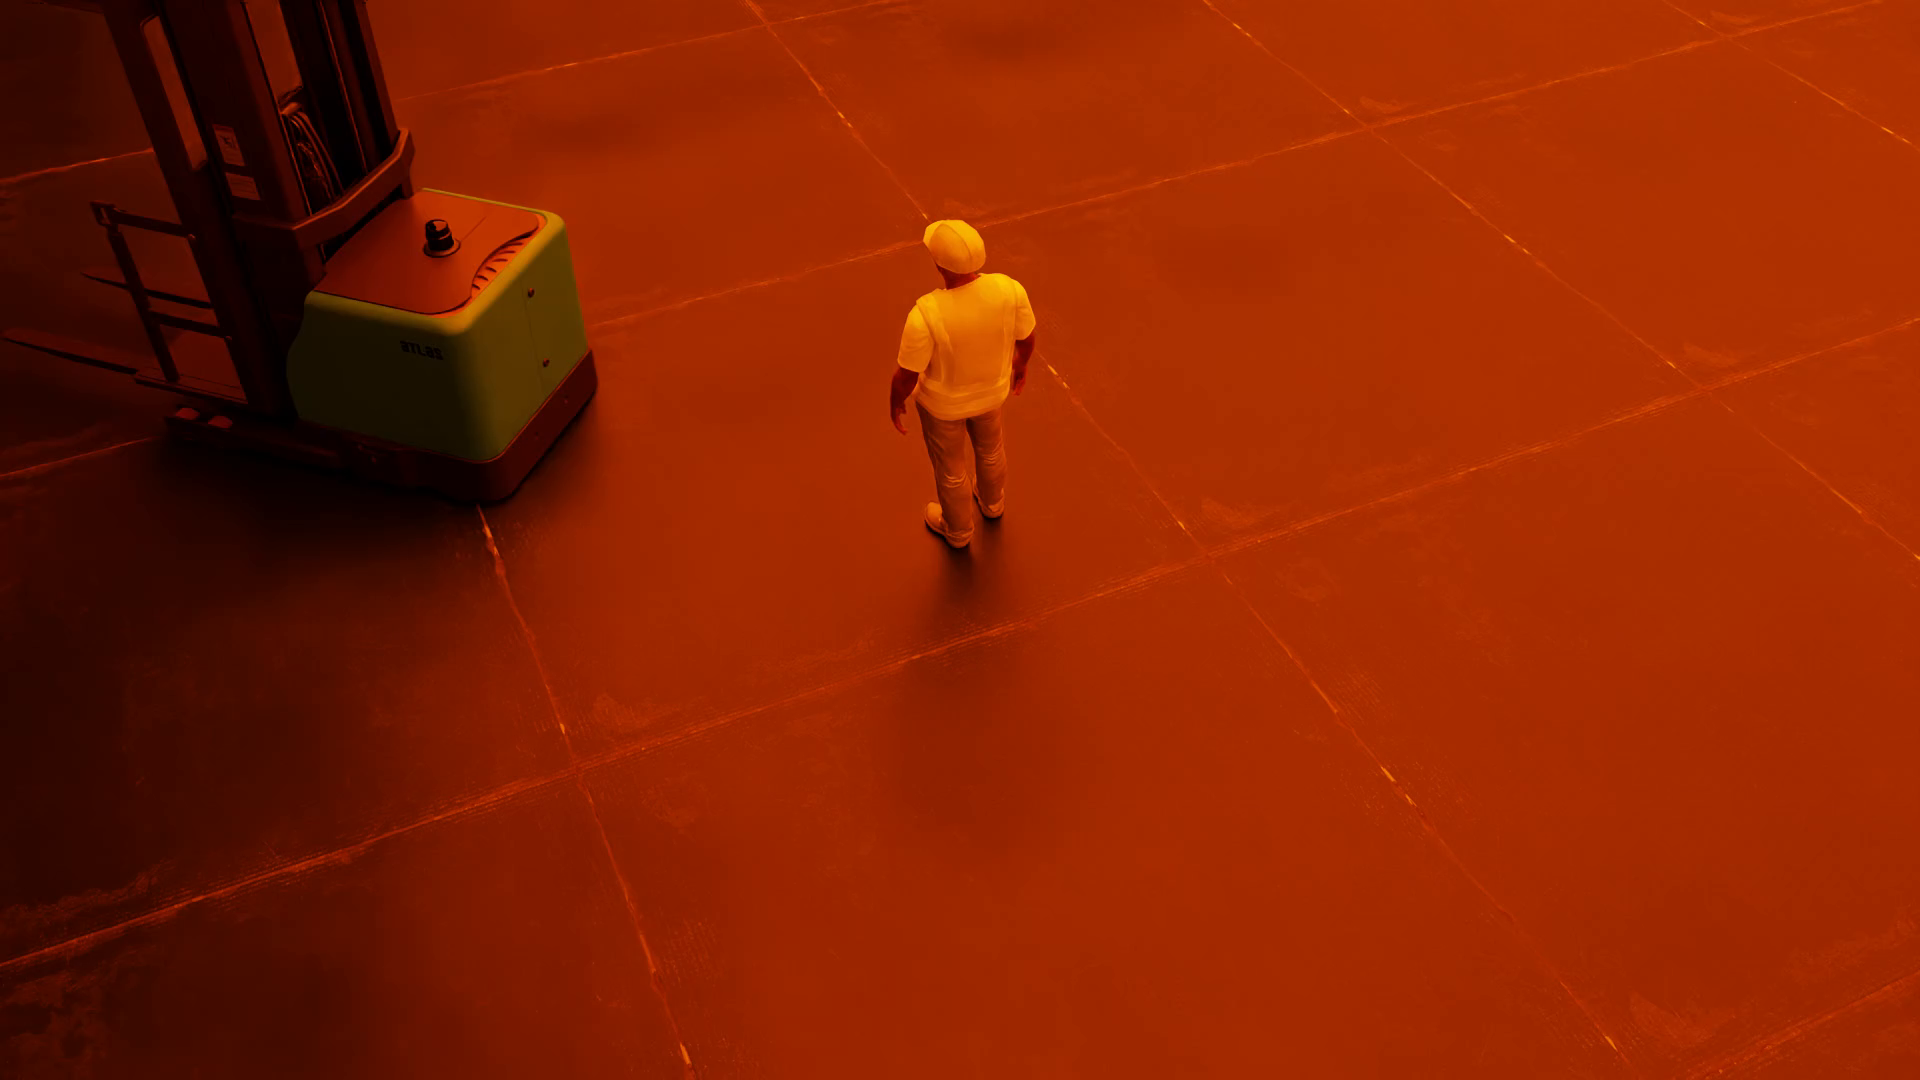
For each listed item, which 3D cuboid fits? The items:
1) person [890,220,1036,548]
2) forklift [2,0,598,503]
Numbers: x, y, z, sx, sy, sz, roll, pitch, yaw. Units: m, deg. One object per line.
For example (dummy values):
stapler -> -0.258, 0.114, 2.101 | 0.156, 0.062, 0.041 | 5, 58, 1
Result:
person -> -0.025, -0.696, 7.269 | 0.666, 1.768, 0.575 | -18, 46, -18
forklift -> -3.441, -1.855, 7.668 | 3.031, 2.935, 1.130 | 13, 45, 14
